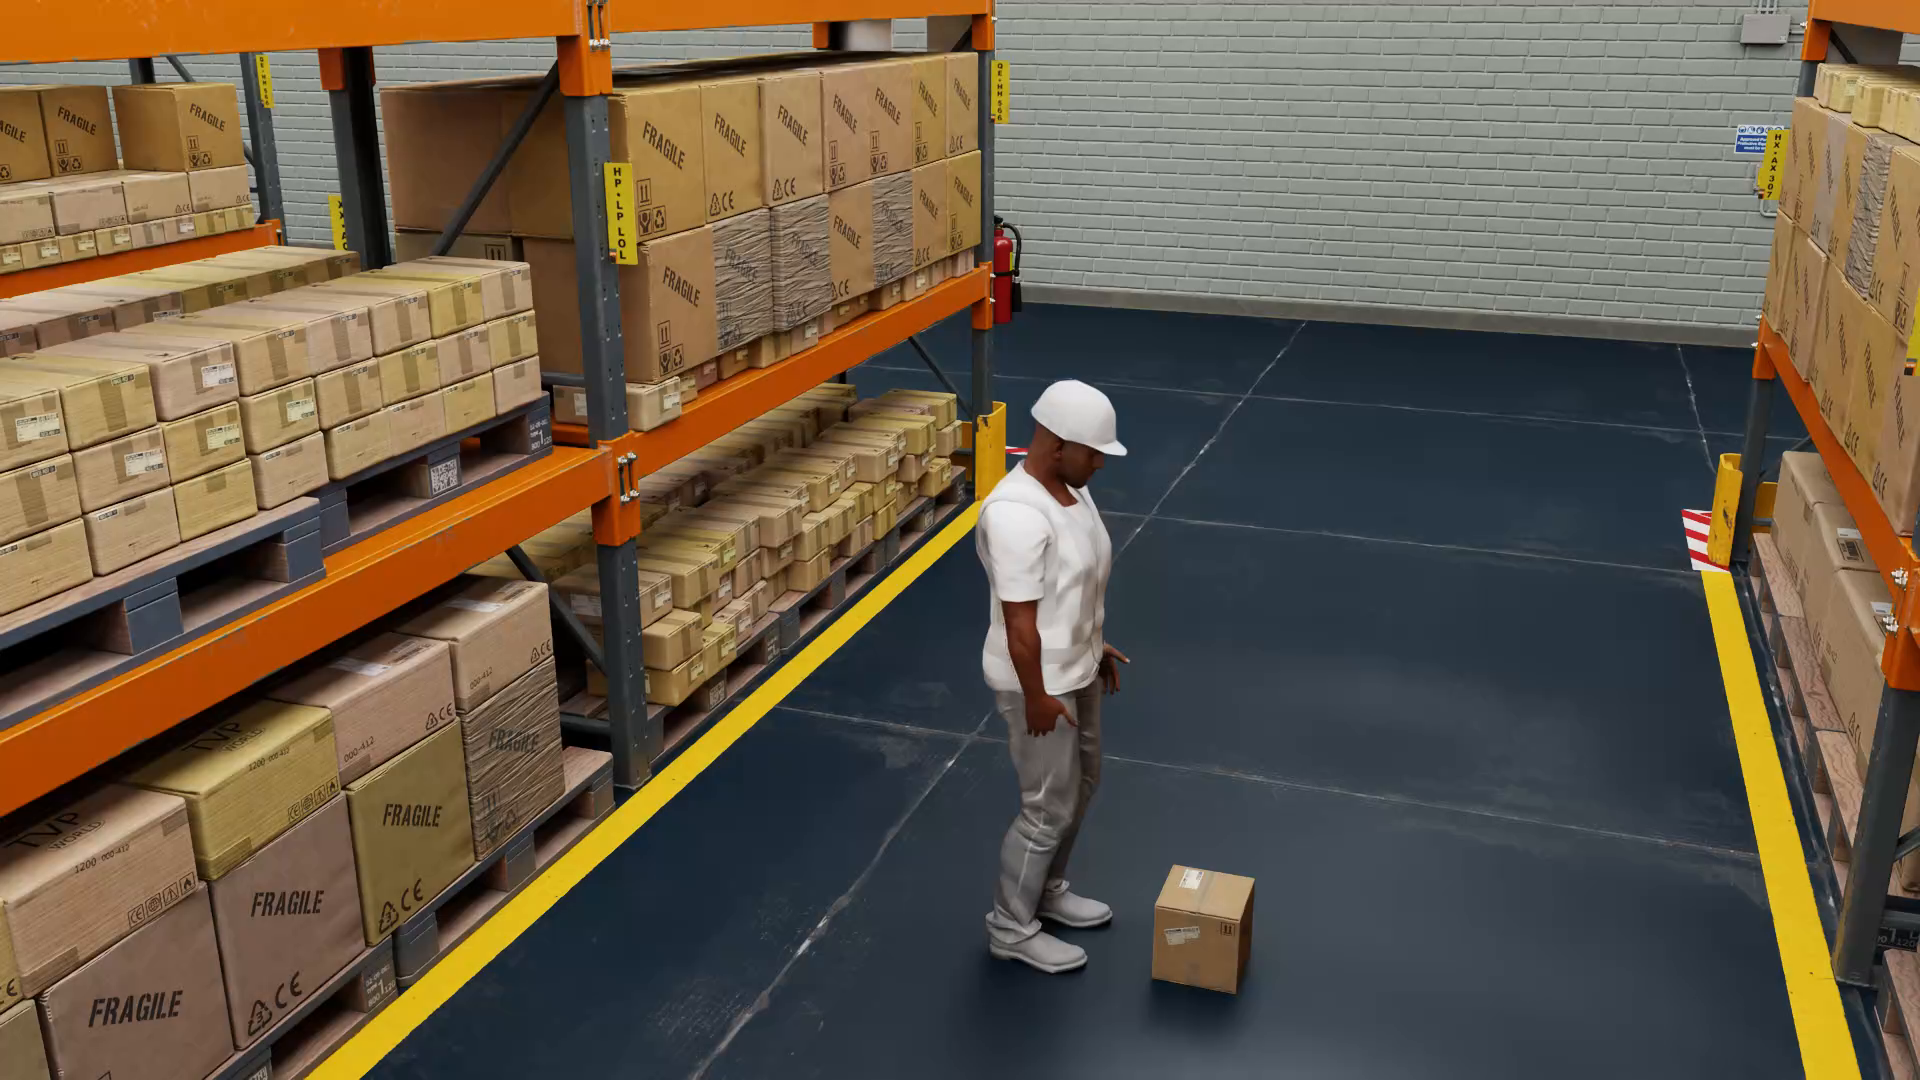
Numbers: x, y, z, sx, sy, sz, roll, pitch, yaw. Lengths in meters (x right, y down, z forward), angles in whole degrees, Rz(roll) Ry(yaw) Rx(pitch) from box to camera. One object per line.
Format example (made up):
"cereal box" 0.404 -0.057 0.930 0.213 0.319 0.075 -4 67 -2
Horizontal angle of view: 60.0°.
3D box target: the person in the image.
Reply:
"person" 0.277 0.387 4.890 0.384 1.751 0.573 7 20 19
